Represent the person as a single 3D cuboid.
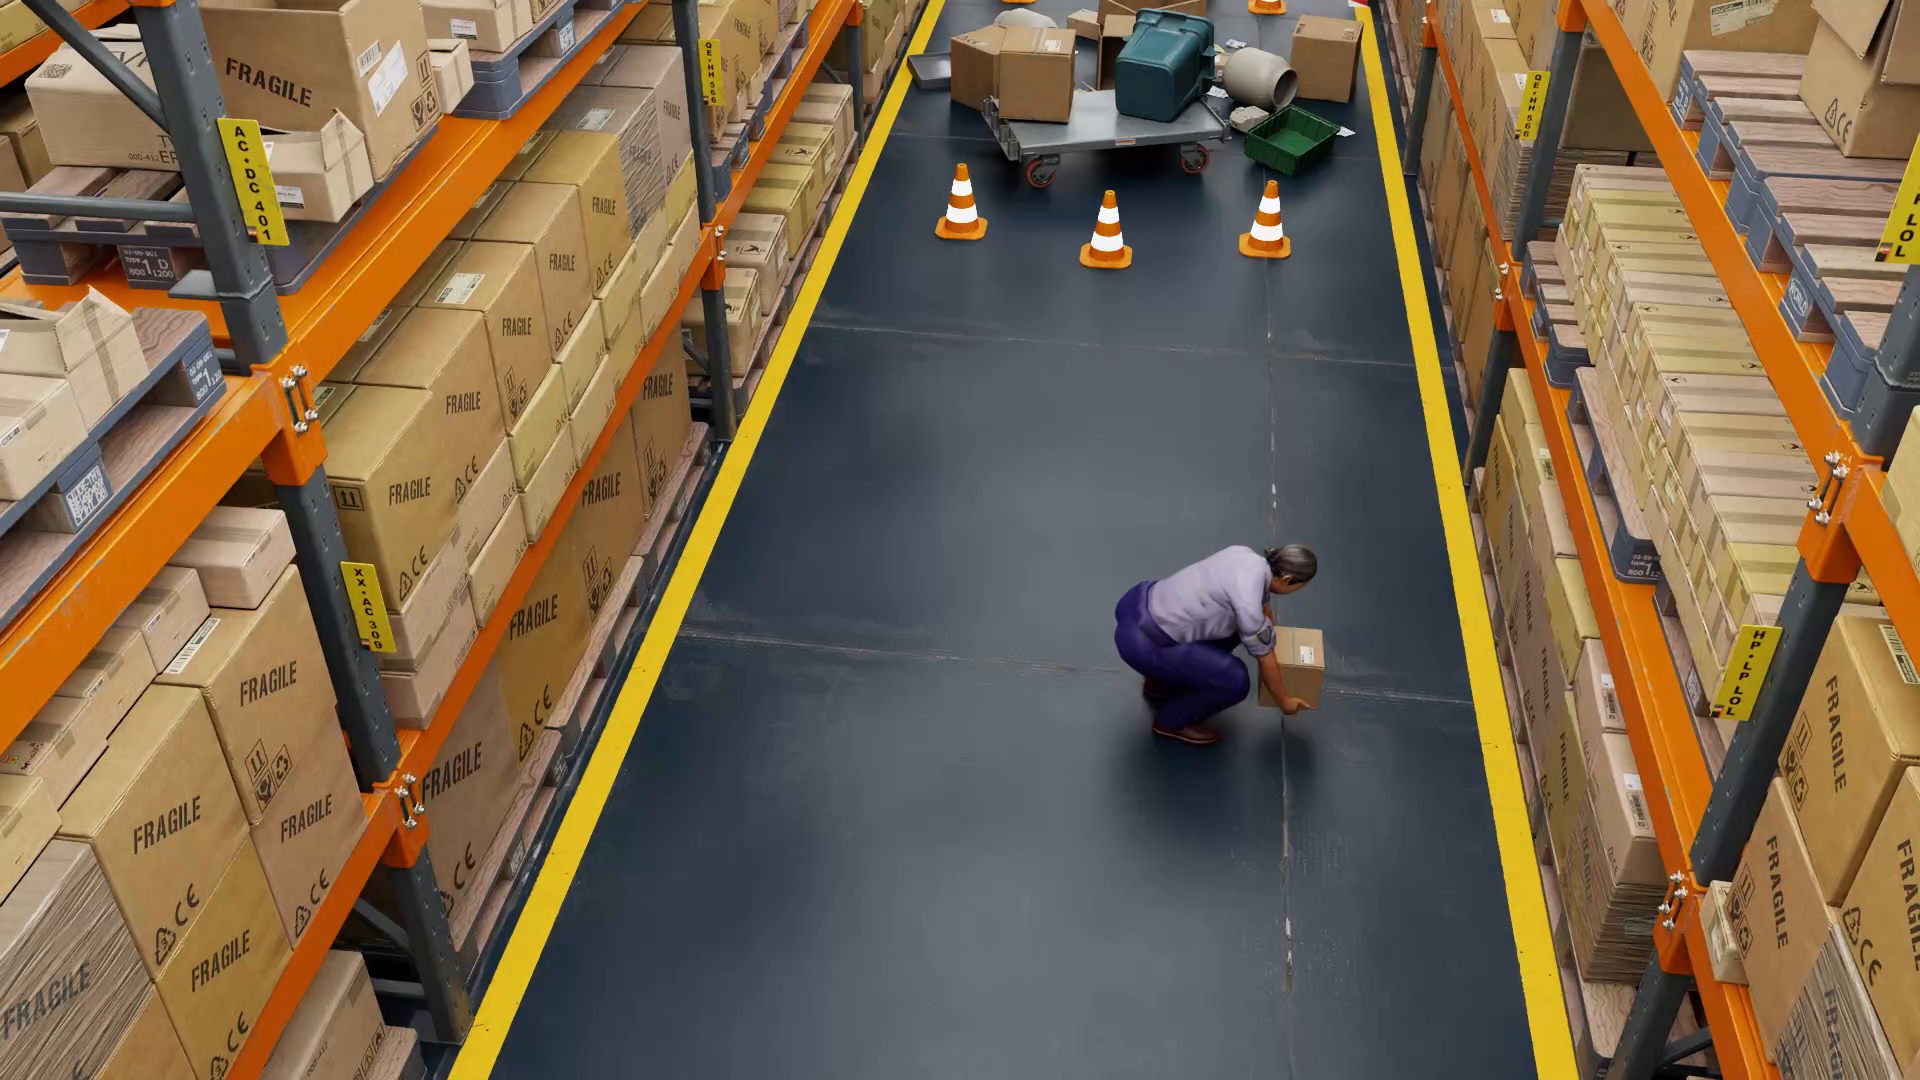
[{"bbox_3d":[1.086,0.407,7.106,0.856,0.939,0.501,3,36,5],"label":"person"}]
